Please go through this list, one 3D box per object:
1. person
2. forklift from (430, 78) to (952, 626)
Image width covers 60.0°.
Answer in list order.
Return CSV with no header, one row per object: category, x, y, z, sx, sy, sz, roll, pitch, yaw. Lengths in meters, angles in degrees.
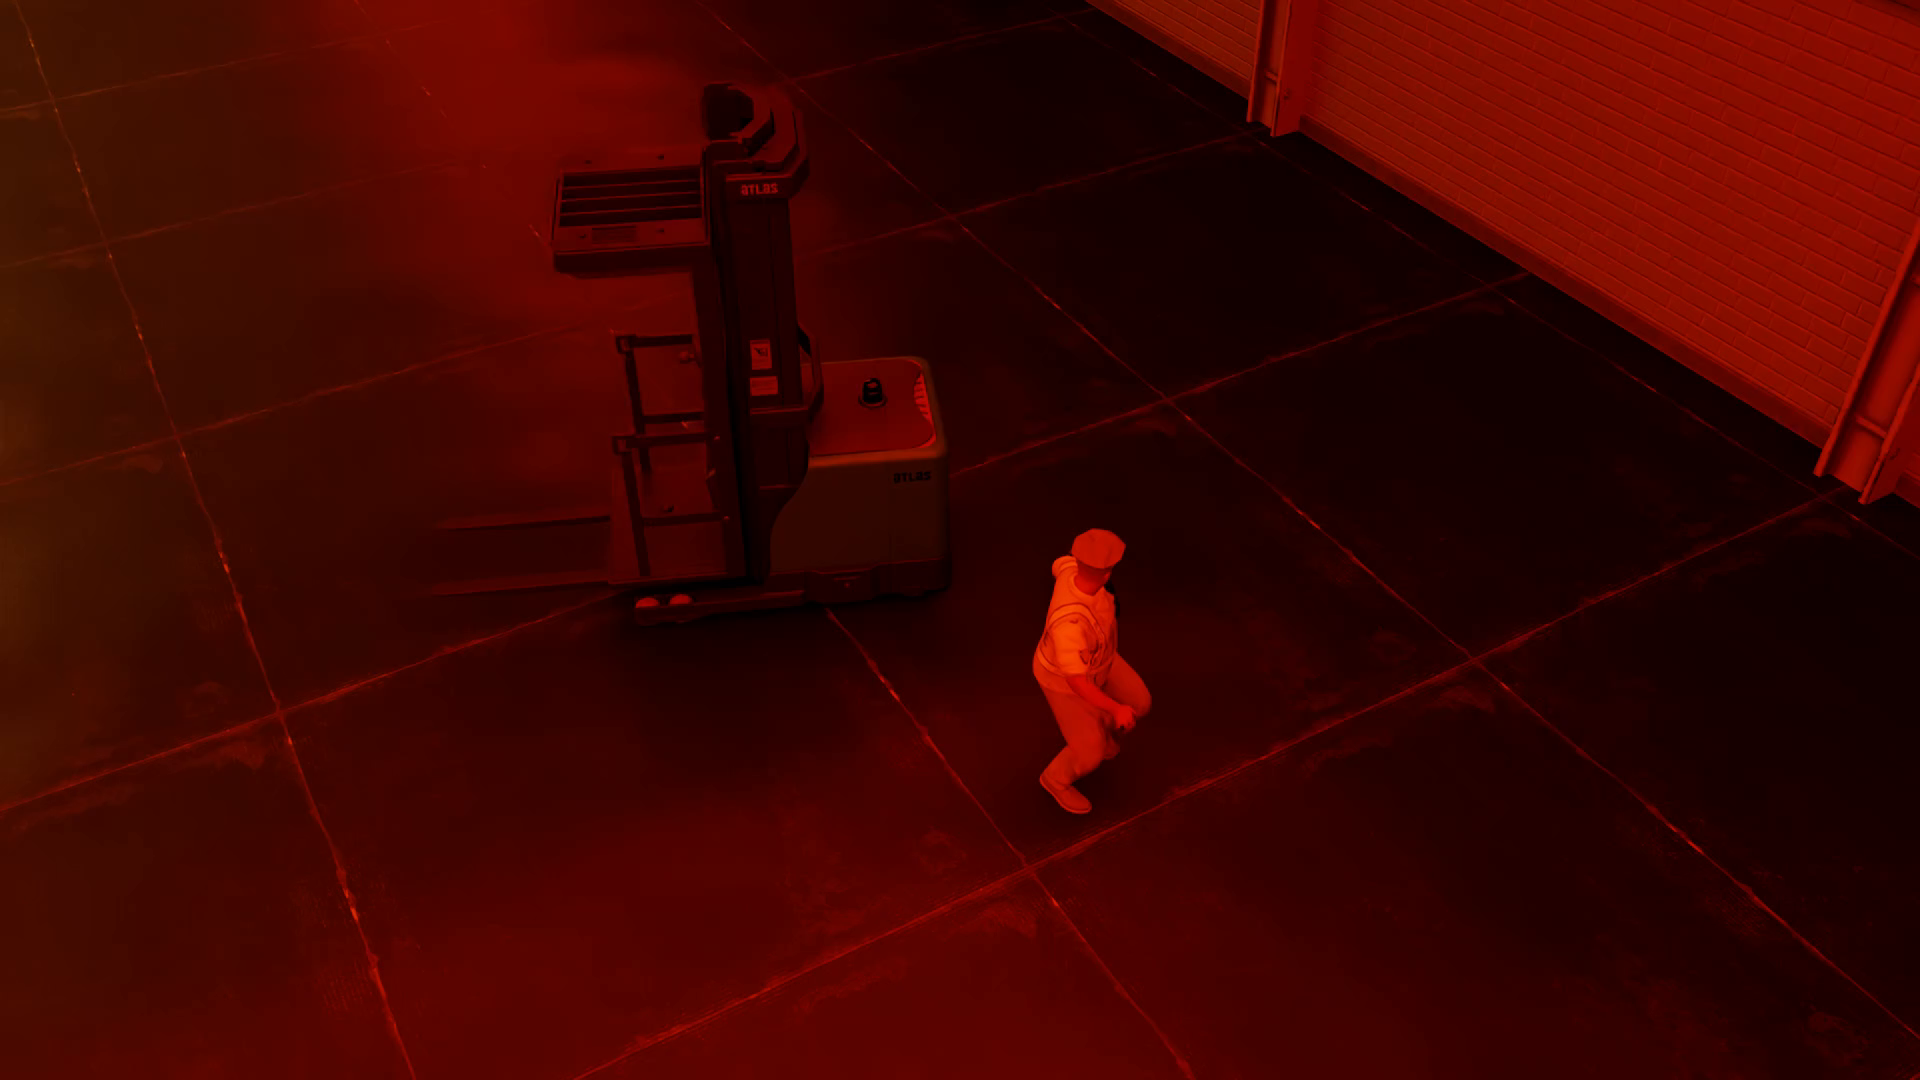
person,0.645,0.640,8.277,0.673,1.672,0.774,19,43,21
forklift,-1.608,-0.987,9.226,3.031,2.935,1.130,-5,40,-6
